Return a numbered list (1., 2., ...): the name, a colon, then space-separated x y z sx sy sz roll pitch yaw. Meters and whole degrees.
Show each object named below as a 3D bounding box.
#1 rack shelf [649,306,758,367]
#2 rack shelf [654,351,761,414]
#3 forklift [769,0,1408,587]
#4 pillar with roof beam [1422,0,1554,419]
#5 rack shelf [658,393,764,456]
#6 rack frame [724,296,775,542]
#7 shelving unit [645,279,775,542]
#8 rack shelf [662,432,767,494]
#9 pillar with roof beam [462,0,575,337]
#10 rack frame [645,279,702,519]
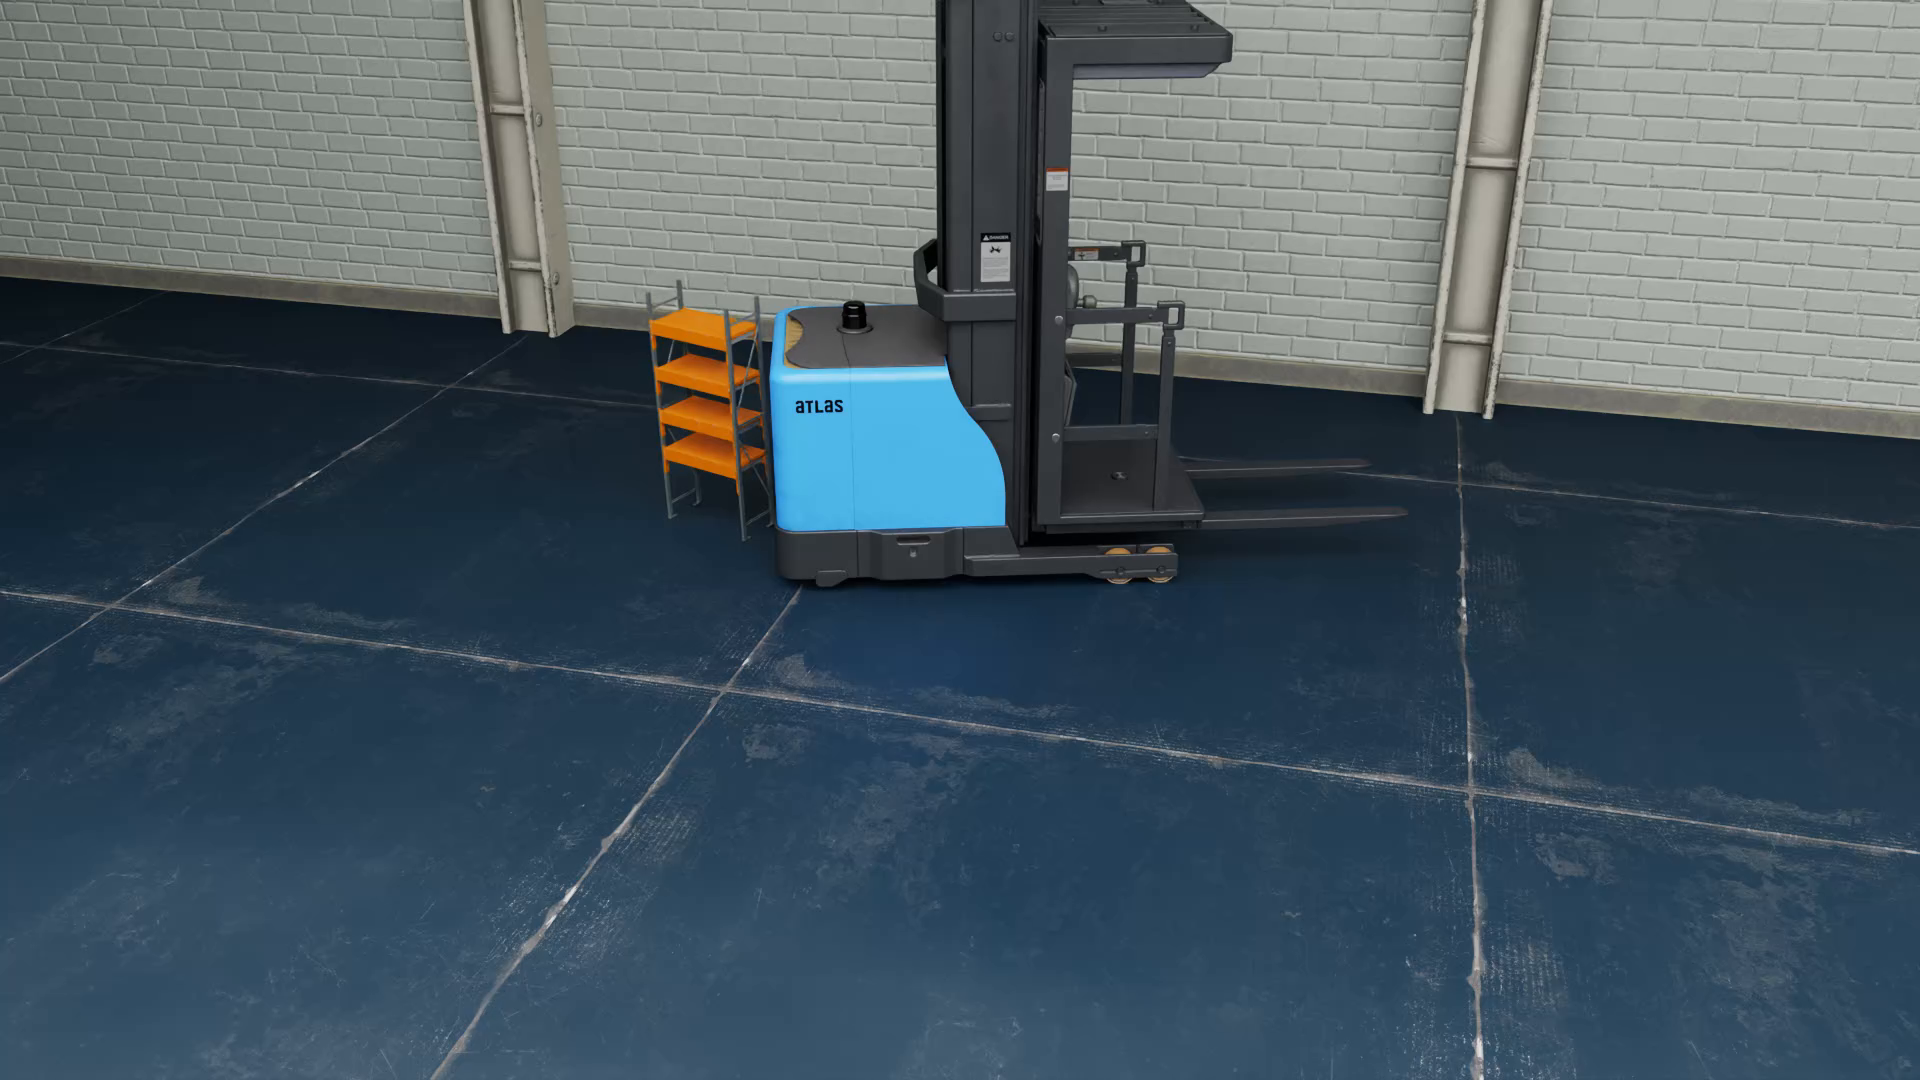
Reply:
1. rack shelf: -1.225 -0.983 7.998 0.480 0.148 0.258 16 31 30
2. rack shelf: -1.221 -0.772 8.104 0.480 0.148 0.258 16 31 30
3. forklift: 0.623 -1.343 7.660 3.031 2.935 1.130 -2 26 -4
4. pillar with roof beam: 1.893 -3.064 4.217 0.400 9.000 9.100 6 26 13
5. rack shelf: -1.218 -0.572 8.204 0.480 0.148 0.258 16 31 30
6. rack frame: -1.015 -0.575 8.053 0.015 1.200 0.240 16 31 30
7. shelving unit: -1.219 -0.632 8.174 0.503 1.200 0.258 16 31 30
8. rack shelf: -1.215 -0.395 8.294 0.480 0.148 0.258 16 31 30
9. pillar with roof beam: -3.918 -3.706 5.567 0.400 9.000 9.100 6 26 13
10. rack frame: -1.423 -0.690 8.295 0.015 1.200 0.240 16 31 30
